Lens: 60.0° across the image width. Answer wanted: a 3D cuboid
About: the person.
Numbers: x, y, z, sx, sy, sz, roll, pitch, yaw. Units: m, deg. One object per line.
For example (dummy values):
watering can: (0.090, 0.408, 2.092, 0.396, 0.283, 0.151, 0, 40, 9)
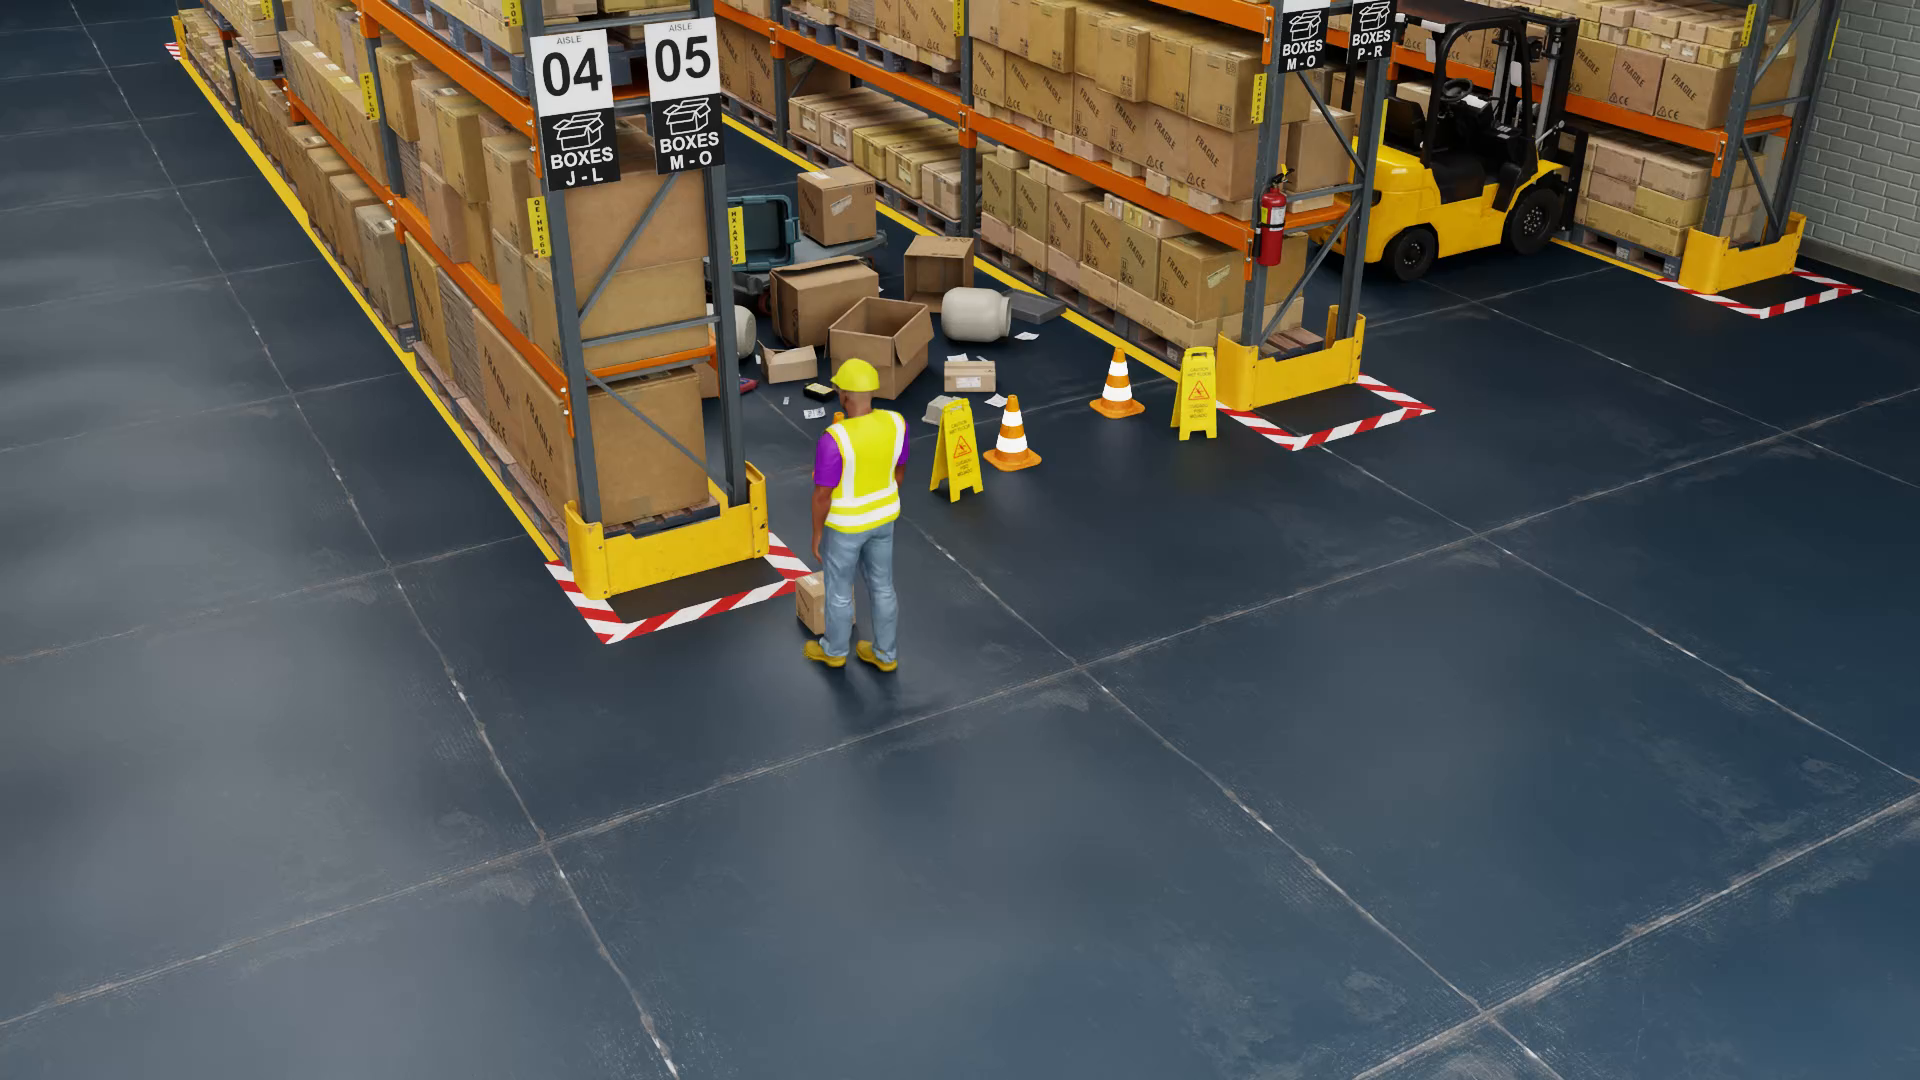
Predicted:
person: (-0.544, -0.102, 8.739, 0.562, 1.773, 0.357, -15, 32, -25)
